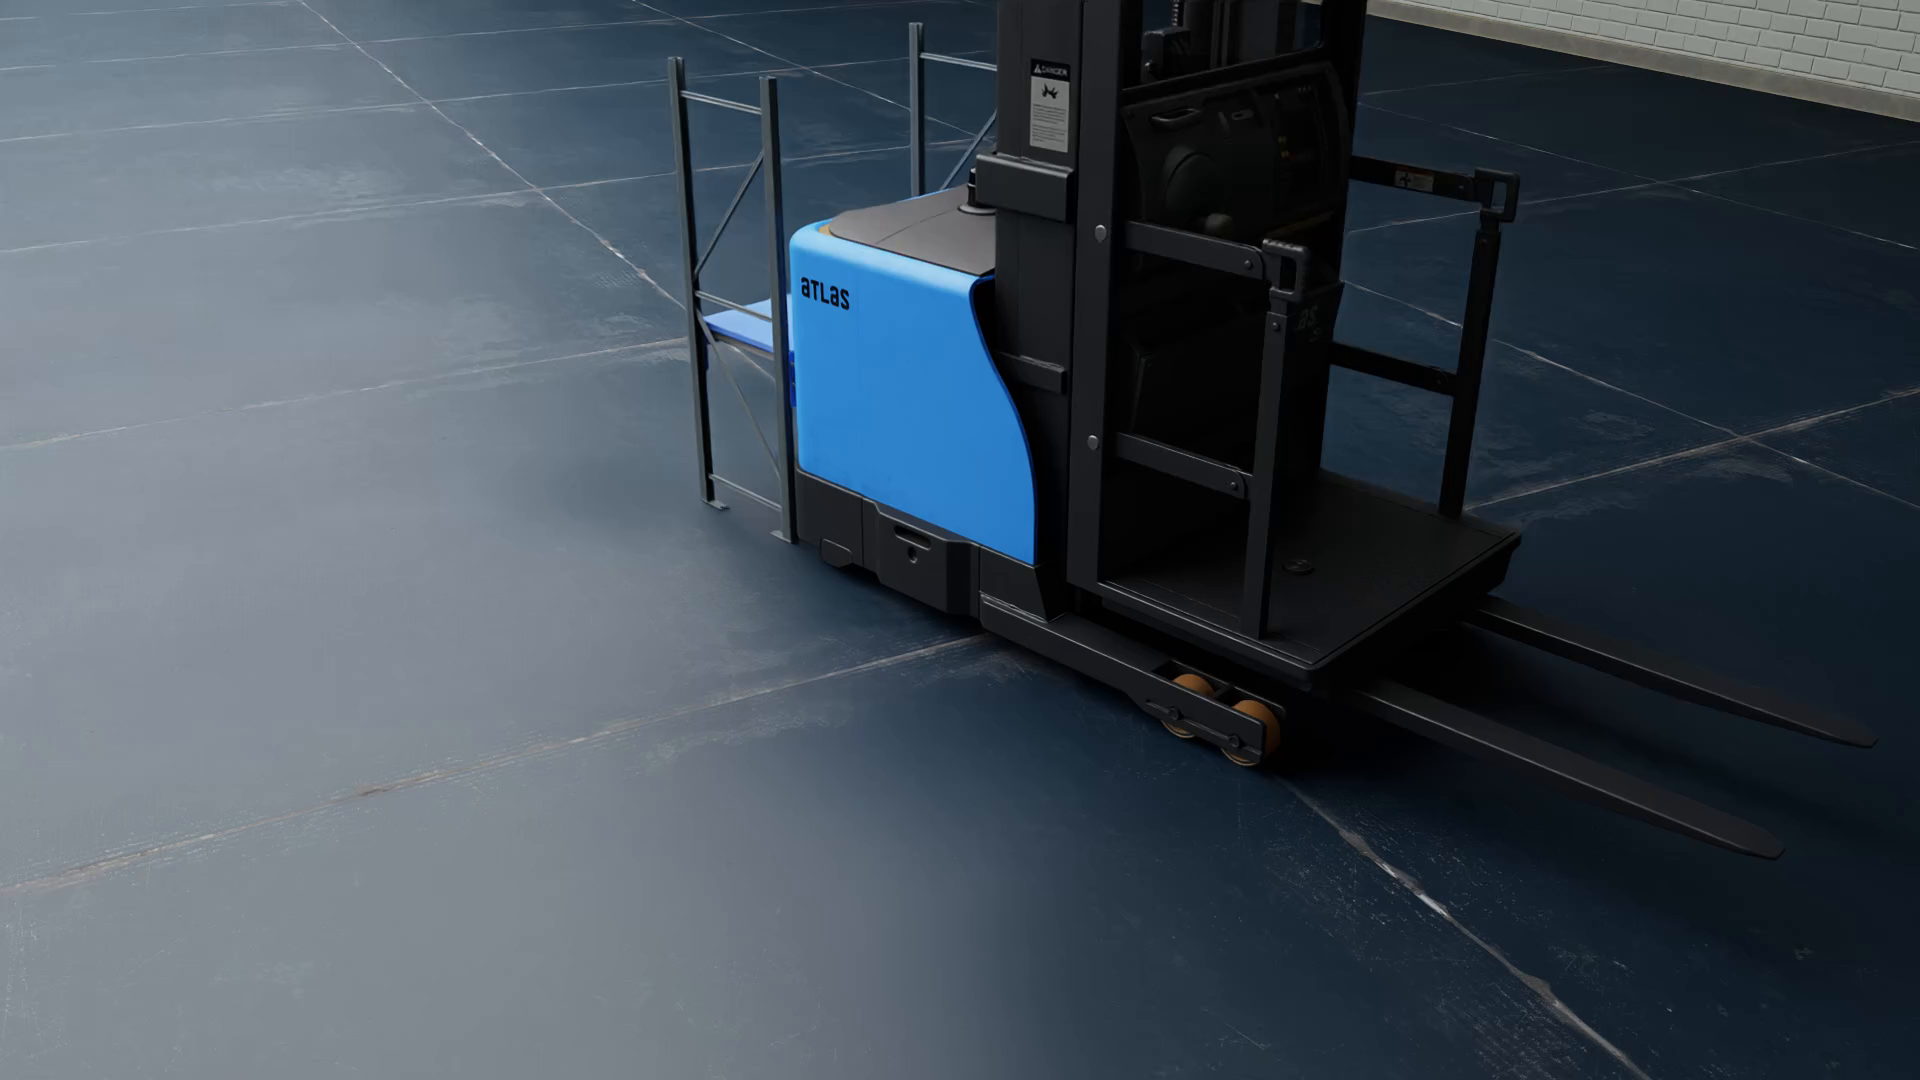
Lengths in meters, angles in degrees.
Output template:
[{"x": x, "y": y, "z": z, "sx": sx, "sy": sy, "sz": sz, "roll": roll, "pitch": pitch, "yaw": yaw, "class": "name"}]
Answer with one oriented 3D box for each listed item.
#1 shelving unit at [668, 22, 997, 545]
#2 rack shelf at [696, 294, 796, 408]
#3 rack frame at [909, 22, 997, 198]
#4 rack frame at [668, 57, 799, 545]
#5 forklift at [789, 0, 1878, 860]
[{"x": -0.355, "y": -0.895, "z": 5.633, "sx": 1.048, "sy": 1.500, "sz": 0.538, "roll": -23, "pitch": 34, "yaw": -39, "class": "shelving unit"}, {"x": -0.355, "y": -0.733, "z": 5.711, "sx": 1.000, "sy": 0.185, "sz": 0.538, "roll": -23, "pitch": 34, "yaw": -39, "class": "rack shelf"}, {"x": 0.009, "y": -1.049, "z": 5.953, "sx": 0.032, "sy": 1.500, "sz": 0.500, "roll": -23, "pitch": 34, "yaw": -39, "class": "rack frame"}, {"x": -0.718, "y": -0.741, "z": 5.313, "sx": 0.032, "sy": 1.500, "sz": 0.500, "roll": -23, "pitch": 34, "yaw": -39, "class": "rack frame"}, {"x": 0.886, "y": -0.994, "z": 4.185, "sx": 3.031, "sy": 2.935, "sz": 1.130, "roll": 22, "pitch": 34, "yaw": 39, "class": "forklift"}]
